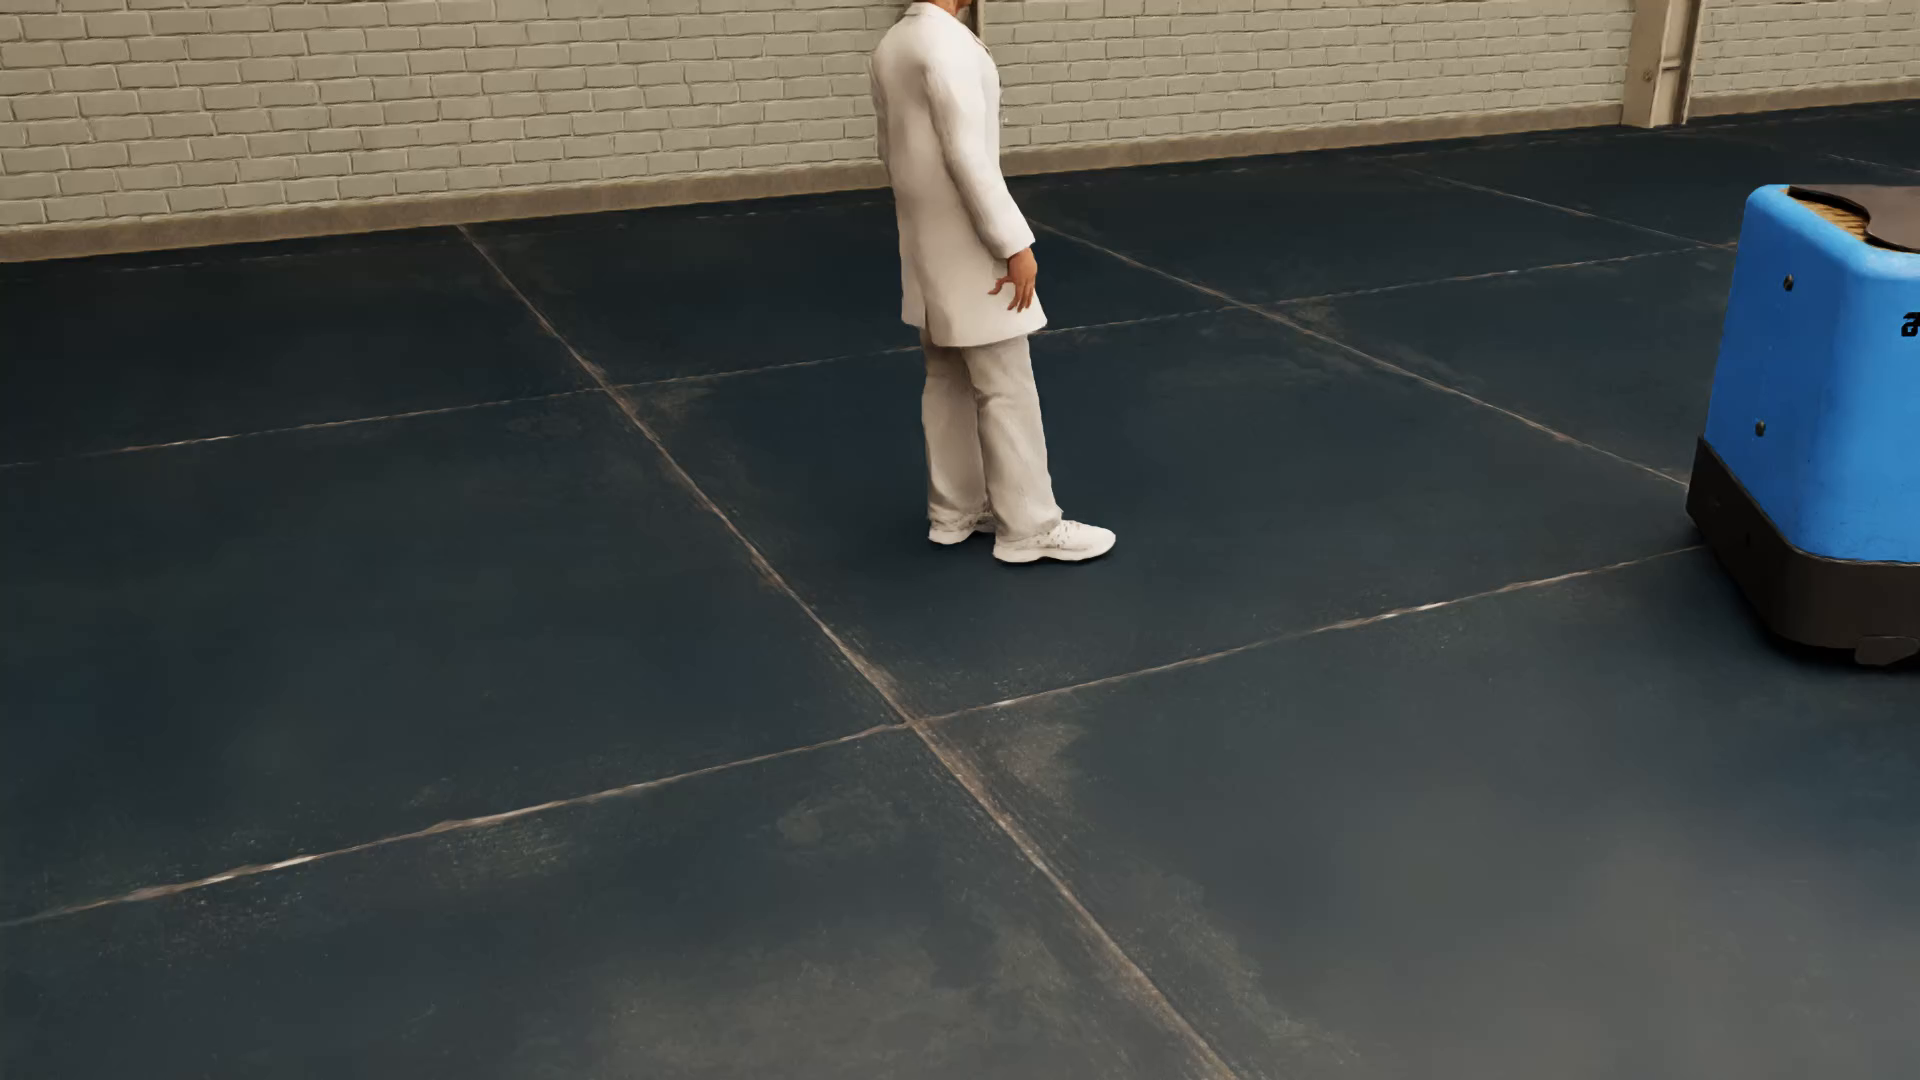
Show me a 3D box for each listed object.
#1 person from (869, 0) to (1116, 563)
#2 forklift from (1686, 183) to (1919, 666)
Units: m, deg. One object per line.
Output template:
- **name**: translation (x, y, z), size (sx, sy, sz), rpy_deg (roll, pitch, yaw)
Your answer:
- **person**: translation (0.084, -0.841, 4.795), size (0.579, 1.776, 0.694), rpy_deg (-10, 25, -23)
- **forklift**: translation (3.682, -1.134, 4.015), size (3.031, 2.935, 1.130), rpy_deg (3, 23, 8)
